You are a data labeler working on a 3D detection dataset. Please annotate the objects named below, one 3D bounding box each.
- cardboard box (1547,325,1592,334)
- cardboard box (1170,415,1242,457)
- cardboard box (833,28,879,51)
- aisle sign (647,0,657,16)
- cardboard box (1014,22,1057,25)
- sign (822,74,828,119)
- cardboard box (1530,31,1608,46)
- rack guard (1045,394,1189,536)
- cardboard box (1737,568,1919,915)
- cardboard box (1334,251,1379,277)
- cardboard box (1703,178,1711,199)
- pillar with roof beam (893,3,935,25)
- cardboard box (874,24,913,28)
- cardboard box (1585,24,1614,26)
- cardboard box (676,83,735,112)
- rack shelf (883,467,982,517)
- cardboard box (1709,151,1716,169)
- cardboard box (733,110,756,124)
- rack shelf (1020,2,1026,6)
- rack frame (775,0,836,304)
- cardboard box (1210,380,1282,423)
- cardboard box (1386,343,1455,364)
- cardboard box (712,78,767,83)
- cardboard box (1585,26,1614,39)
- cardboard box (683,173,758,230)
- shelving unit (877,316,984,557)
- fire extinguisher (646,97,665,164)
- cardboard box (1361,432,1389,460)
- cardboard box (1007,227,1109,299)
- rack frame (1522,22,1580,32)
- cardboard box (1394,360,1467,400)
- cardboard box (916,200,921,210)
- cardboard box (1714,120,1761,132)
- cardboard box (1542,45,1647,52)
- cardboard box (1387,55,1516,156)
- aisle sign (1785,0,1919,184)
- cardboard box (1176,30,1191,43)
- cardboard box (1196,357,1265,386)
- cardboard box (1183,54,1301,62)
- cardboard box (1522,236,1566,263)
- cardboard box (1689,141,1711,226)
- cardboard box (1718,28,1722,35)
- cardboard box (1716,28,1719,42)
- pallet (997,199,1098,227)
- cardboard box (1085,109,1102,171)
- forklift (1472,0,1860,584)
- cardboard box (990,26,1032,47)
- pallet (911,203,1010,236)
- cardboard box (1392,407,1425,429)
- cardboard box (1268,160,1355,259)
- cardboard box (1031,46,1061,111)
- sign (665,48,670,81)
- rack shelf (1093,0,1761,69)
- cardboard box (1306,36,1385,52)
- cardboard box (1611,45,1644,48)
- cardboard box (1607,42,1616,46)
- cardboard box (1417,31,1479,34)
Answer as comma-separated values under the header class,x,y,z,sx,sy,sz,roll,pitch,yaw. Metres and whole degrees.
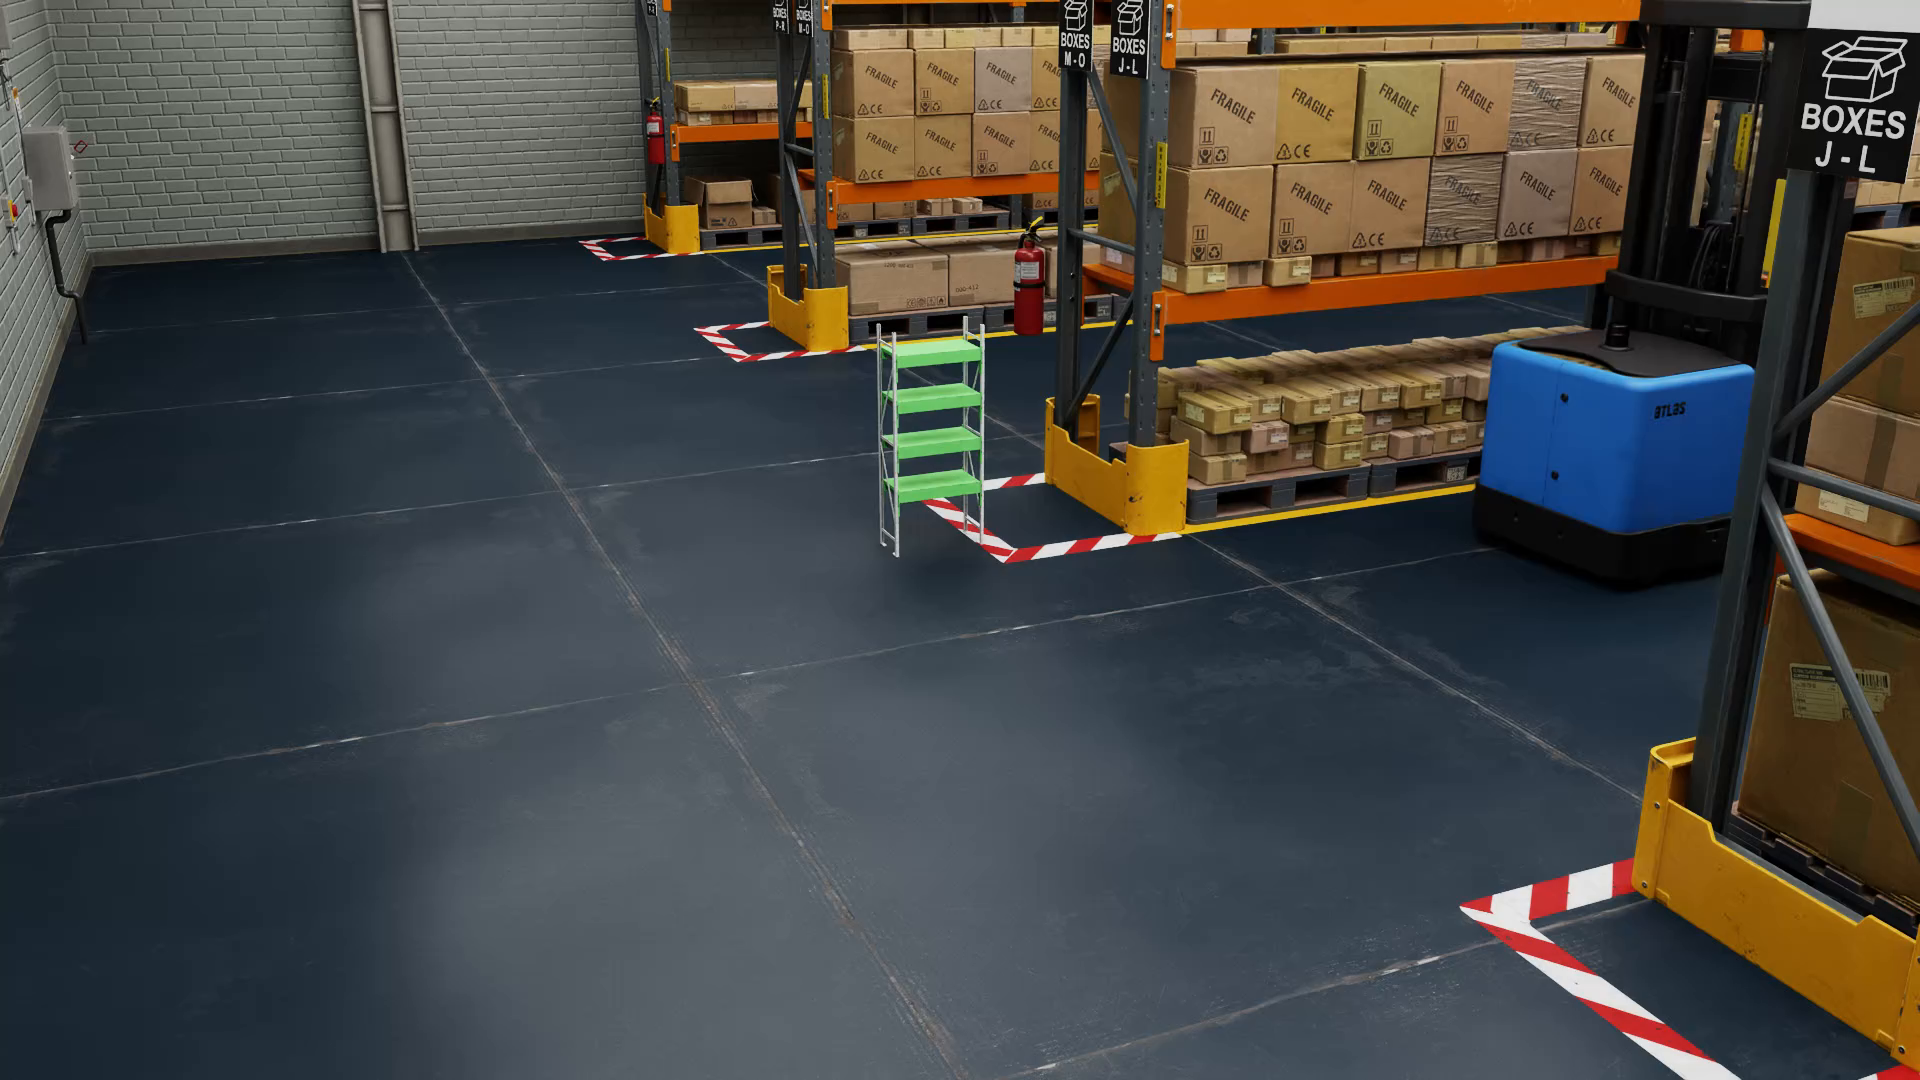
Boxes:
class,x,y,z,sx,sy,sz,roll,pitch,yaw
cardboard box,4.084,-1.296,10.952,0.250,0.149,0.380,-7,21,-20
cardboard box,1.392,-0.603,9.429,0.250,0.149,0.380,-7,21,-20
cardboard box,-0.809,-3.902,12.954,0.250,0.149,0.380,-8,21,-21
aisle sign,-3.160,-5.755,16.937,0.004,0.787,0.394,-8,21,-22
cardboard box,0.630,-4.308,14.109,0.250,0.149,0.380,-8,21,-22
sign,-1.030,-3.390,12.711,0.005,0.325,0.100,-8,21,-22
cardboard box,5.730,-4.538,15.738,0.500,0.500,0.500,-9,21,-23
rack guard,0.879,-0.449,9.545,0.348,0.500,1.175,-8,21,-22
cardboard box,3.237,0.603,5.360,0.875,0.875,0.875,-8,21,-22
cardboard box,2.165,-1.612,9.461,0.250,0.149,0.380,-8,21,-22
cardboard box,4.768,-2.337,10.888,0.250,0.149,0.380,-9,21,-23
pillar with roof beam,1.168,-6.854,14.939,0.400,9.000,9.100,-8,21,-22
cardboard box,-0.567,-4.148,13.653,0.250,0.149,0.380,-8,21,-22
cardboard box,8.668,-6.945,22.655,0.250,0.149,0.380,-9,21,-23
cardboard box,-2.690,-4.675,17.560,0.500,0.250,0.500,-8,21,-22
rack shelf,-0.152,-0.258,8.862,0.480,0.148,0.258,-8,21,-22
cardboard box,4.769,-2.477,10.838,0.250,0.149,0.380,-7,21,-20
cardboard box,-2.361,-4.562,17.839,0.250,0.149,0.380,-8,21,-23
rack shelf,2.295,-6.493,19.512,4.000,0.370,1.077,-8,21,-22
rack frame,-1.244,-3.115,13.351,0.127,3.000,1.000,-8,21,-22
cardboard box,1.630,-0.791,9.515,0.250,0.149,0.380,-8,21,-21
cardboard box,2.881,-1.119,10.448,0.250,0.149,0.380,-9,21,-24
cardboard box,-2.423,-4.906,18.217,0.500,0.250,0.500,-8,21,-22
cardboard box,8.412,-6.719,22.012,0.250,0.149,0.380,-8,21,-21
cardboard box,-2.615,-3.700,18.140,0.637,0.503,0.797,-9,21,-24
shelving unit,-0.152,-0.544,8.761,0.503,1.200,0.258,-8,21,-22
fire extinguisher,-3.166,-4.255,17.268,0.183,0.674,0.296,-8,21,-22
cardboard box,2.325,-0.600,9.870,0.250,0.149,0.380,-8,21,-22
cardboard box,0.988,-2.462,14.725,0.875,0.438,0.875,-9,21,-24
rack frame,7.805,-6.206,22.132,0.127,3.000,1.000,-8,21,-22
cardboard box,2.818,-0.959,9.994,0.250,0.149,0.380,-8,21,-22
cardboard box,-0.639,-3.935,19.343,0.250,0.149,0.380,-8,21,-23
cardboard box,5.020,-2.653,10.889,0.250,0.149,0.380,-9,21,-24
cardboard box,3.971,-2.819,10.407,0.500,0.500,0.500,-8,21,-21
cardboard box,2.740,-2.454,9.370,0.500,0.500,0.500,-9,21,-24
aisle sign,2.496,-1.401,4.569,0.004,0.787,0.394,-8,21,-22
cardboard box,1.754,-4.297,14.075,0.250,0.149,0.380,-8,21,-22
cardboard box,1.636,-0.988,10.075,0.250,0.149,0.380,-9,21,-23
cardboard box,1.596,-2.480,9.445,0.500,0.500,0.500,-9,21,-24
cardboard box,3.366,-1.762,9.887,0.250,0.149,0.380,-9,21,-24
cardboard box,4.150,-2.182,10.105,0.500,0.500,0.500,-8,21,-22
cardboard box,10.100,-6.916,22.573,0.250,0.149,0.380,-8,21,-21
cardboard box,7.492,-5.160,16.952,0.250,0.149,0.380,-9,21,-25
pallet,1.191,-3.957,19.943,1.213,0.211,1.003,-8,21,-22
cardboard box,1.178,-3.409,14.037,0.500,0.500,0.500,-8,21,-23
forklift,4.333,-1.492,8.847,3.031,2.935,1.130,-10,22,-26
cardboard box,0.388,-4.068,13.425,0.250,0.149,0.380,-8,21,-21
pallet,-0.172,-3.748,19.351,1.213,0.211,1.003,-8,21,-22
cardboard box,2.573,-0.793,9.971,0.250,0.149,0.380,-7,21,-19
cardboard box,1.812,-1.859,9.186,0.500,0.500,0.500,-8,21,-22
cardboard box,0.708,-3.816,13.686,0.500,0.500,0.500,-8,21,-22
sign,-2.999,-4.871,17.035,0.005,0.325,0.100,-8,21,-22
rack shelf,2.646,-2.957,9.470,4.000,0.370,1.077,-8,21,-22
cardboard box,3.403,-4.205,14.792,0.500,0.500,0.500,-8,21,-22
cardboard box,6.606,-4.541,16.172,0.500,0.500,0.500,-9,21,-23
cardboard box,6.409,-4.697,16.615,0.500,0.500,0.500,-9,21,-23
cardboard box,4.619,-4.564,15.811,0.500,0.500,0.500,-8,21,-20
